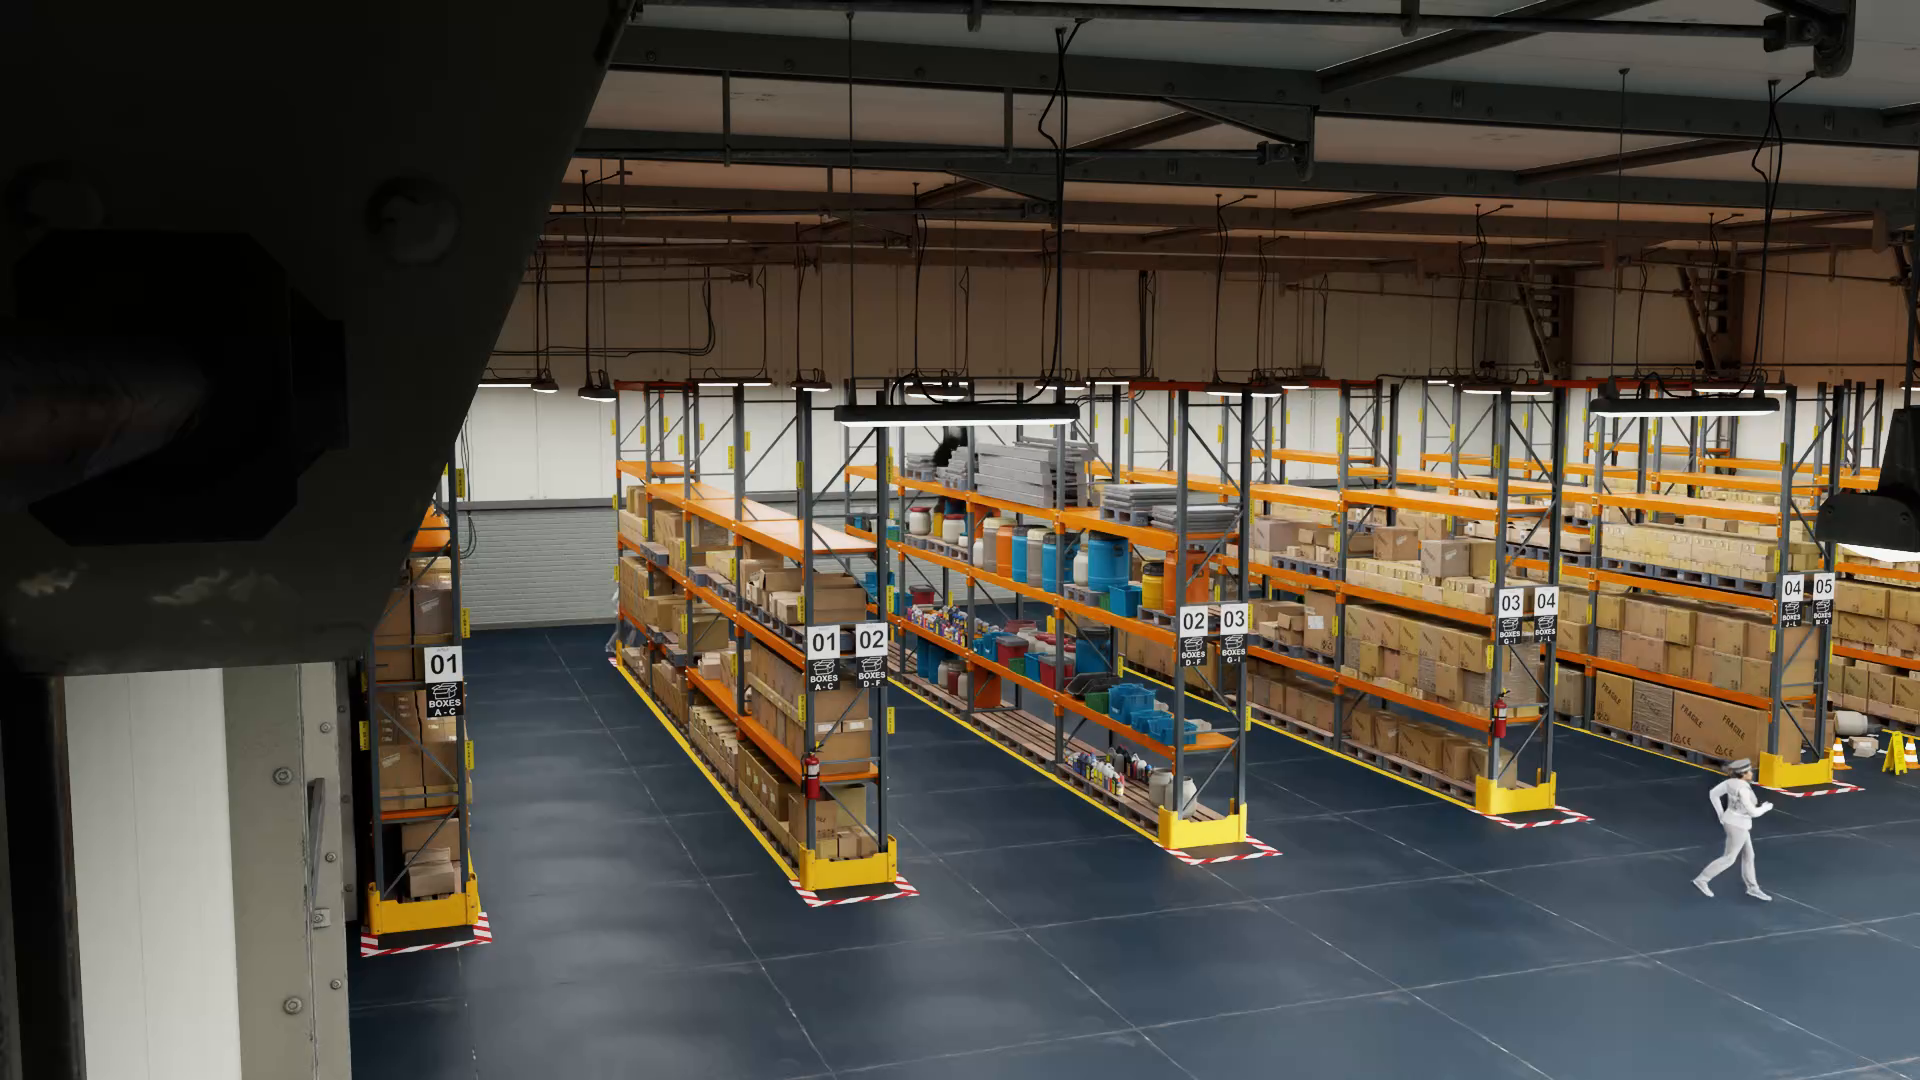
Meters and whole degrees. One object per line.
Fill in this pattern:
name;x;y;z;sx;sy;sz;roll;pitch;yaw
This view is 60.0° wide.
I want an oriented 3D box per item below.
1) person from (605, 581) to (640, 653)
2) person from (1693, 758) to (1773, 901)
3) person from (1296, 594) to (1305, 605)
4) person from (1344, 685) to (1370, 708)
person;-7.347;1.641;36.177;0.767;1.800;0.645;-2;6;-18
person;9.109;3.400;19.557;0.919;1.702;0.598;1;6;7
person;8.555;1.140;40.866;0.583;1.723;0.722;4;7;32
person;7.341;2.269;30.796;0.566;1.675;0.974;-3;7;-26
